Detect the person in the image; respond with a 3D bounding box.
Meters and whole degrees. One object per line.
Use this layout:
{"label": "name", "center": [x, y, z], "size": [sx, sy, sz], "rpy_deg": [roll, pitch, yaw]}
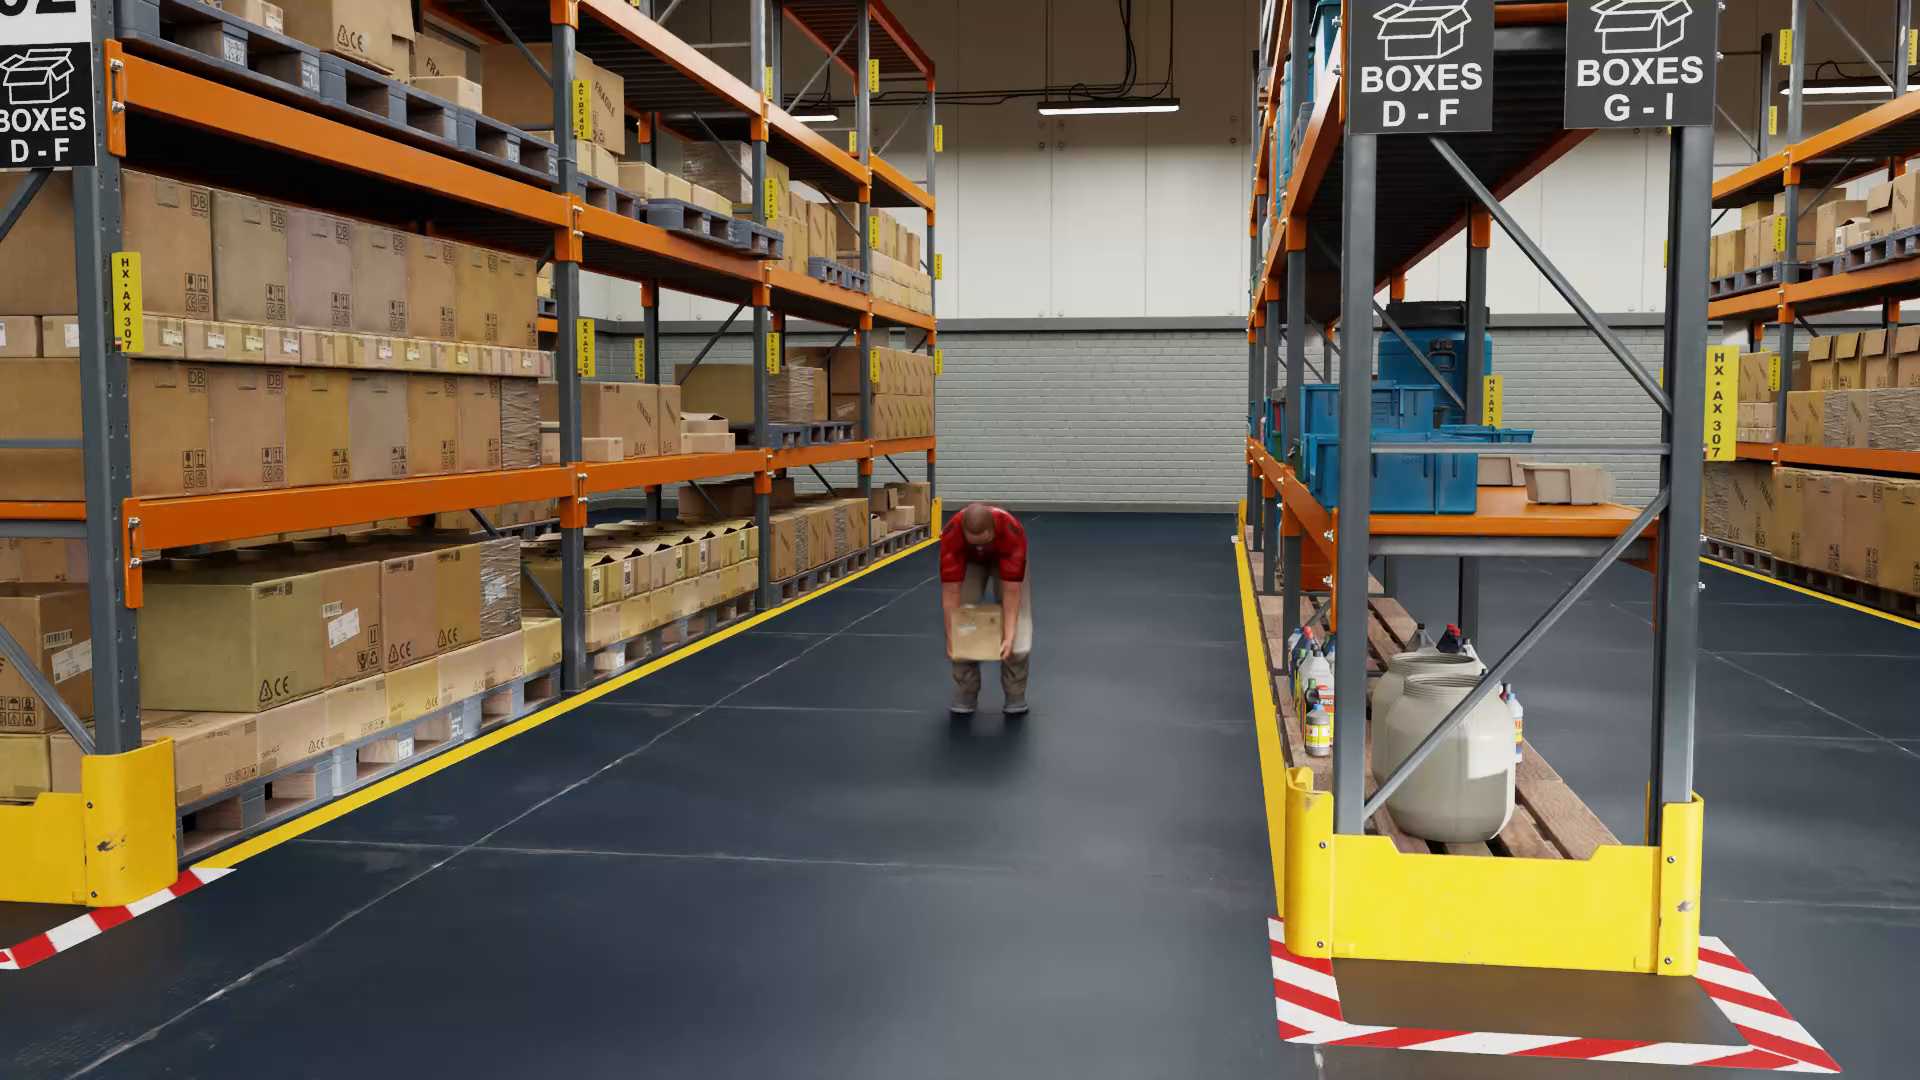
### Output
{"label": "person", "center": [0.179, 0.056, 9.012], "size": [0.594, 1.725, 0.393], "rpy_deg": [0, 4, 6]}
